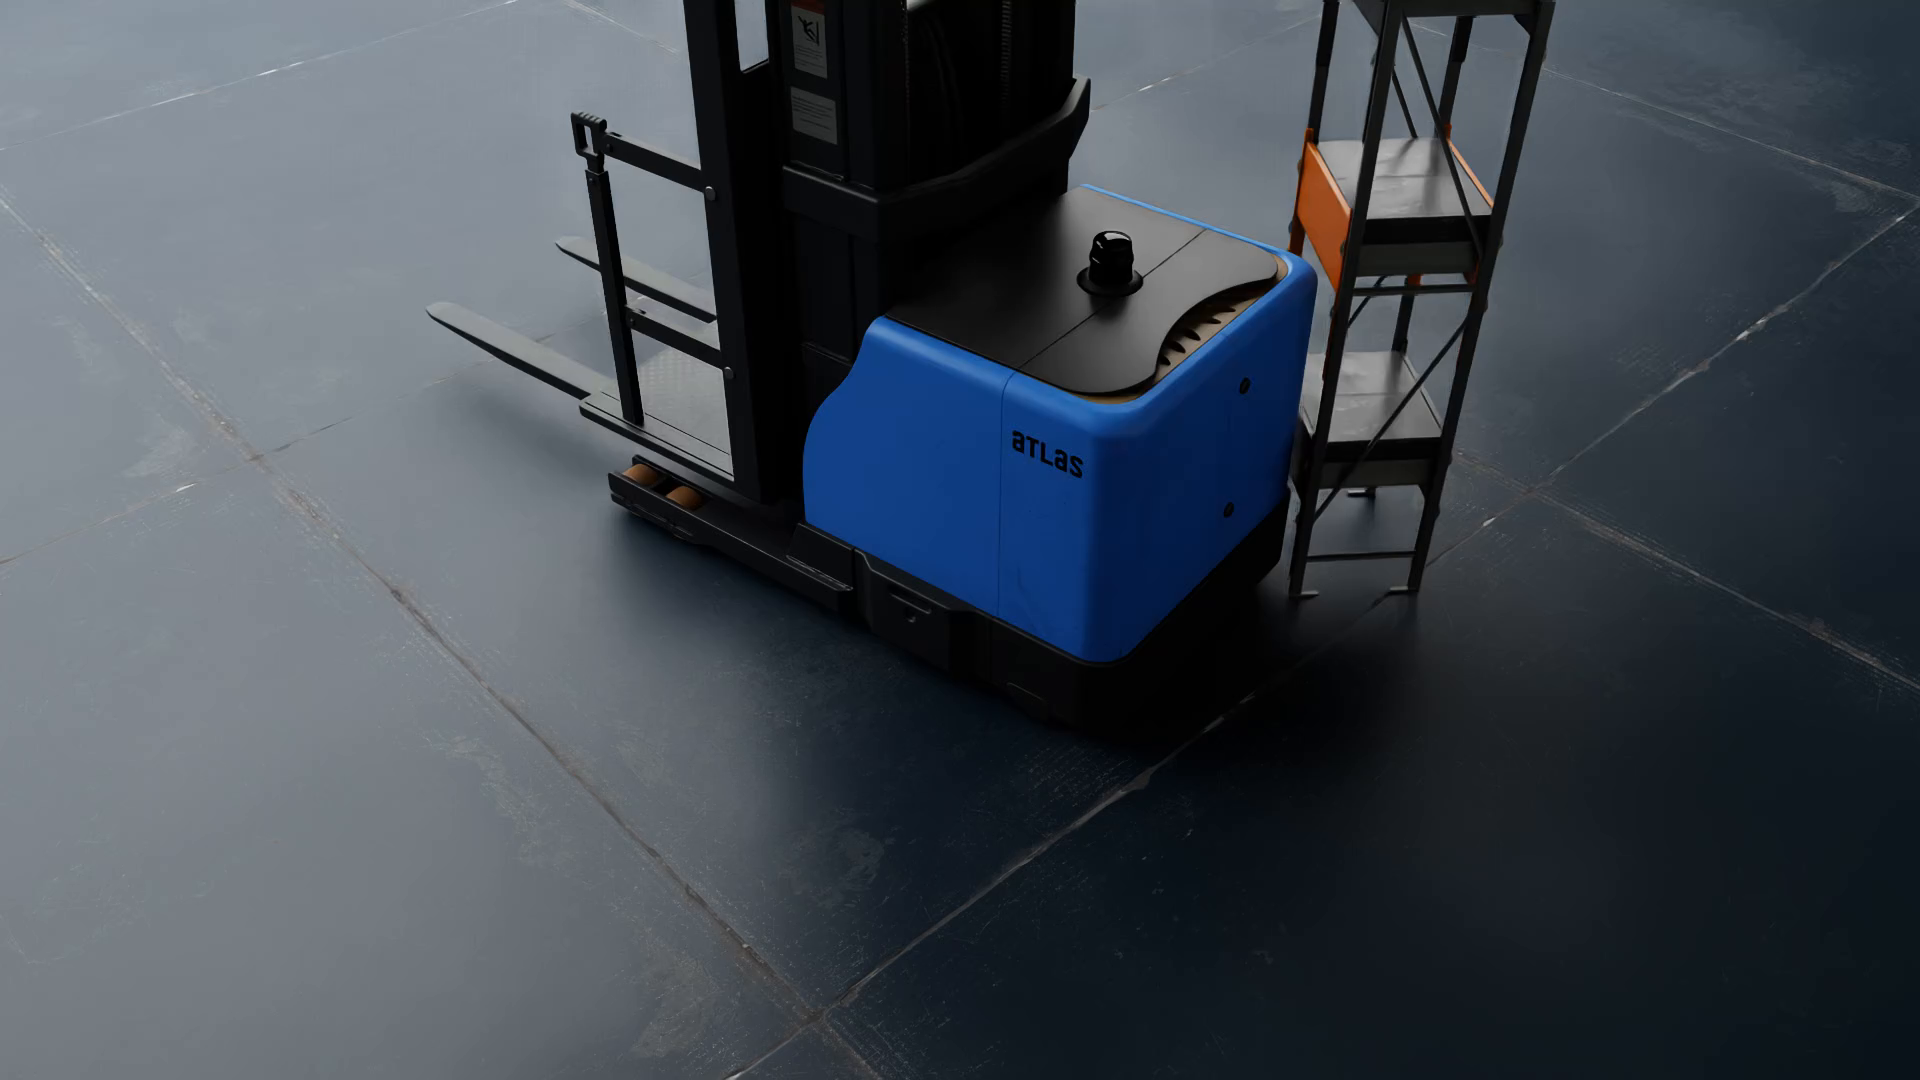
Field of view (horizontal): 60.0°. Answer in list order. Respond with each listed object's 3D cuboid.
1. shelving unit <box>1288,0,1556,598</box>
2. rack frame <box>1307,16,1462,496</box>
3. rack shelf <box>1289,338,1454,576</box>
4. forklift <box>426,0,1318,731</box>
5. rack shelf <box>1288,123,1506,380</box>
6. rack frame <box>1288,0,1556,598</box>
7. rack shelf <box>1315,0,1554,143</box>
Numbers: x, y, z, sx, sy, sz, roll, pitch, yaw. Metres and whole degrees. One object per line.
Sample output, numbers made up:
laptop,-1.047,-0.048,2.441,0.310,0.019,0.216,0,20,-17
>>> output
shelving unit,1.179,-0.808,4.578,0.431,2.100,0.503,-3,39,-4
rack frame,1.159,-0.961,4.767,0.400,2.100,0.015,-3,39,-4
rack shelf,1.176,-0.253,5.026,0.431,0.518,0.480,-3,39,-4
forklift,-0.497,-1.379,4.624,3.031,2.935,1.130,26,45,28
rack shelf,1.179,-0.797,4.587,0.431,0.518,0.480,-3,39,-4
rack frame,1.198,-0.655,4.389,0.400,2.100,0.015,-3,39,-4
rack shelf,1.181,-1.342,4.147,0.431,0.518,0.480,-3,39,-4
